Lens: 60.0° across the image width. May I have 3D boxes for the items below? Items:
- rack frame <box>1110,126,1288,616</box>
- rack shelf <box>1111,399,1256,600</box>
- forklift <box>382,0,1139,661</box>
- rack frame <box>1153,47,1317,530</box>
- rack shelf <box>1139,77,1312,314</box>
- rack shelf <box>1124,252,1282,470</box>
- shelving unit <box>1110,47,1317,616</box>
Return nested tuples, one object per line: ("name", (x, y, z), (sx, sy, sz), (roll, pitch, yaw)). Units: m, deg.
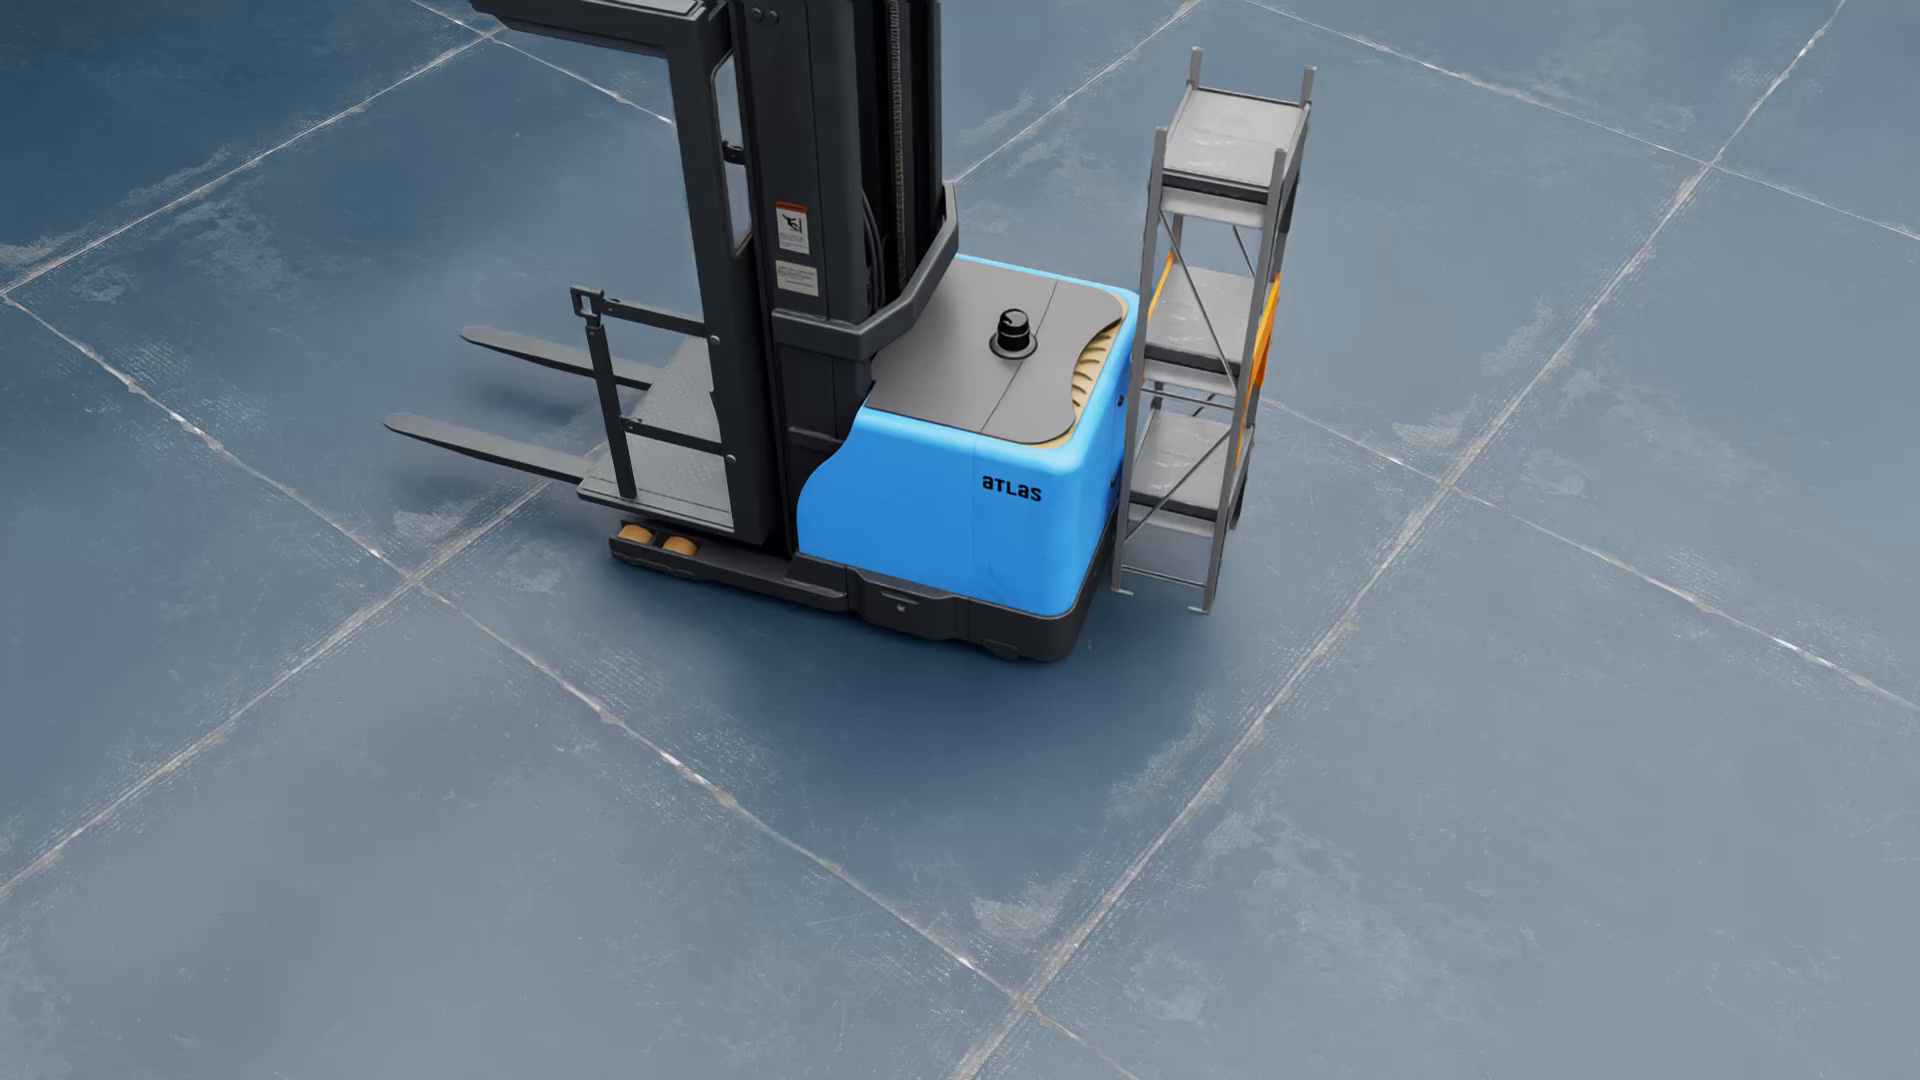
("rack frame", (0.785, -0.481, 5.758), (0.400, 2.100, 0.015), (14, 48, 13))
("rack shelf", (0.863, -0.156, 6.434), (0.431, 0.518, 0.480), (14, 48, 13))
("forklift", (-0.864, -1.209, 5.878), (3.031, 2.935, 1.130), (14, 48, 13))
("rack frame", (0.940, -0.816, 6.077), (0.400, 2.100, 0.015), (14, 48, 13))
("rack shelf", (0.863, -1.123, 5.421), (0.431, 0.518, 0.480), (14, 48, 13))
("rack shelf", (0.863, -0.639, 5.928), (0.431, 0.518, 0.480), (14, 48, 13))
("shelving unit", (0.863, -0.649, 5.918), (0.431, 2.100, 0.503), (14, 48, 13))
